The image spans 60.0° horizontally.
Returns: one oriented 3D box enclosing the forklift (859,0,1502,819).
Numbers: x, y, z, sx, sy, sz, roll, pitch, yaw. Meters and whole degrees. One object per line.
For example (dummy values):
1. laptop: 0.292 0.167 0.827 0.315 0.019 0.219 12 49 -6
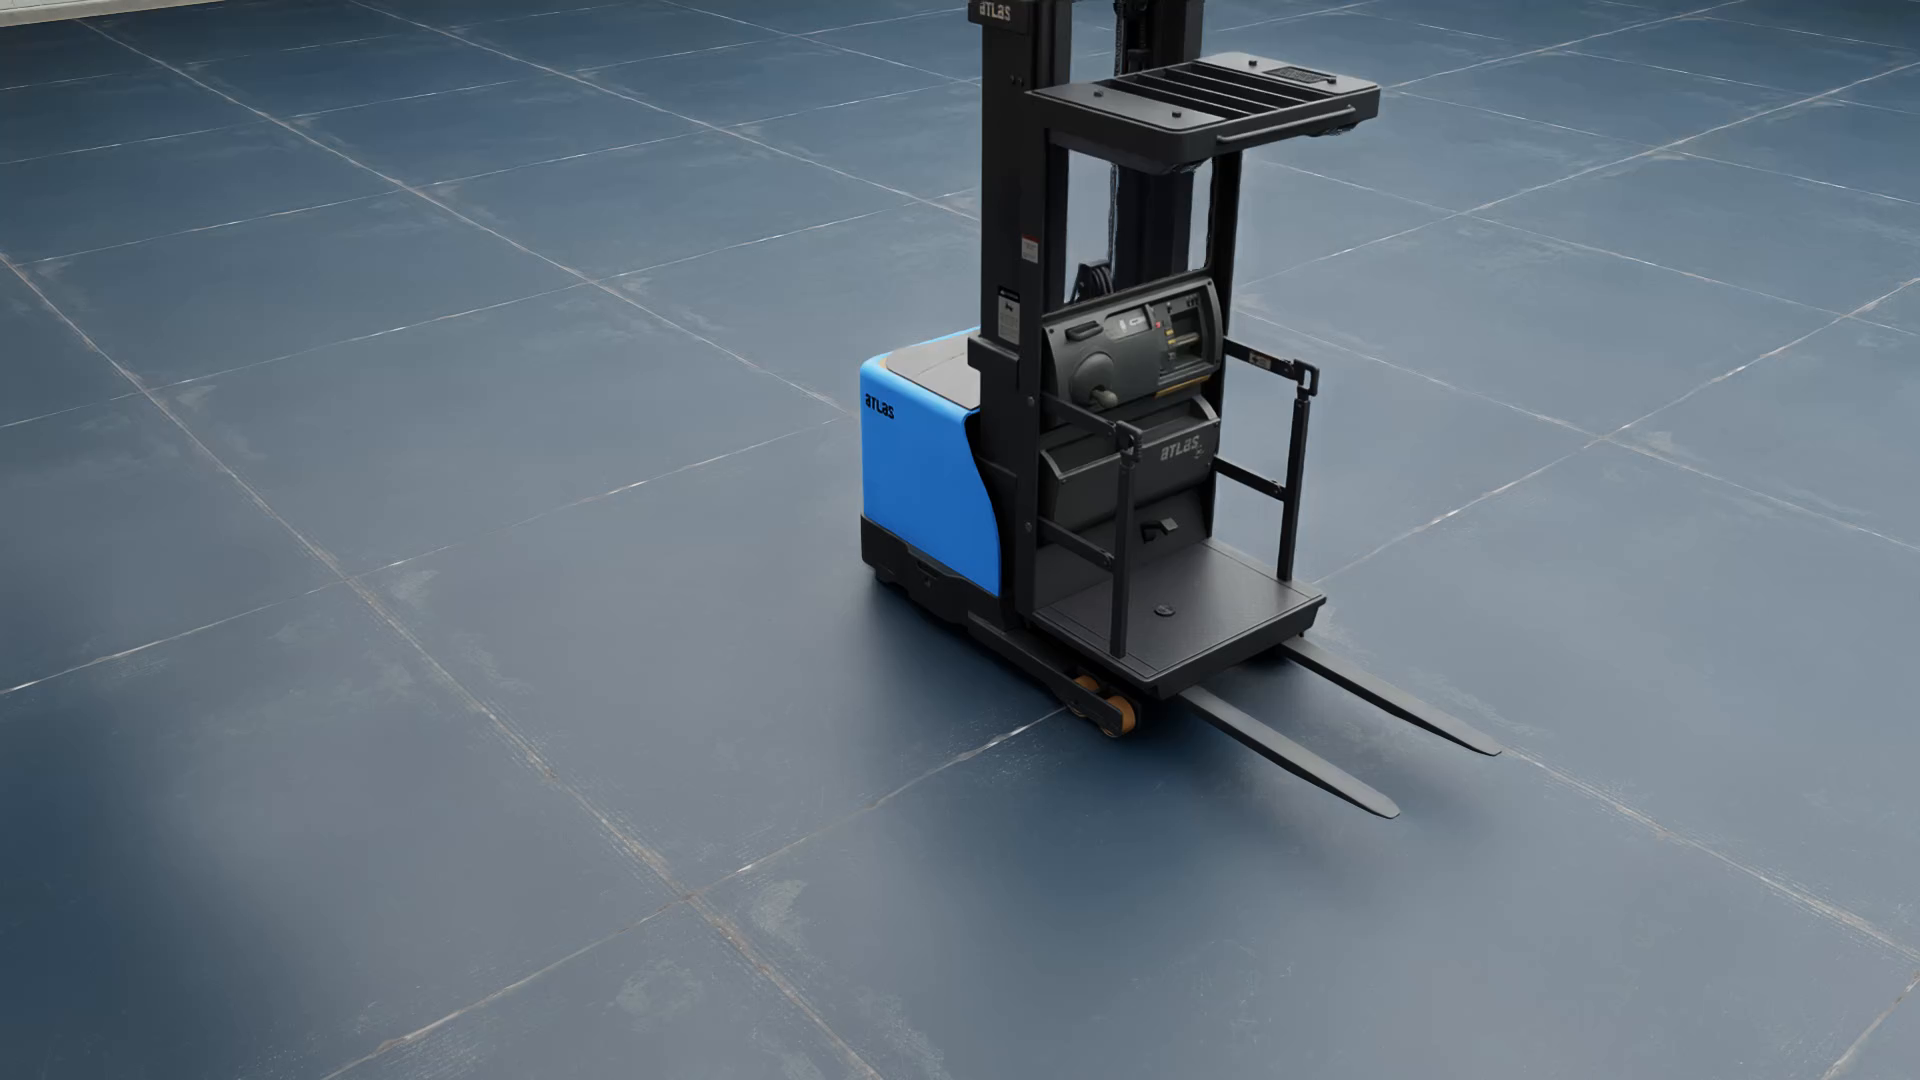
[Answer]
1. forklift: 0.845 -0.758 6.559 1.130 2.935 3.031 -21 34 -34
